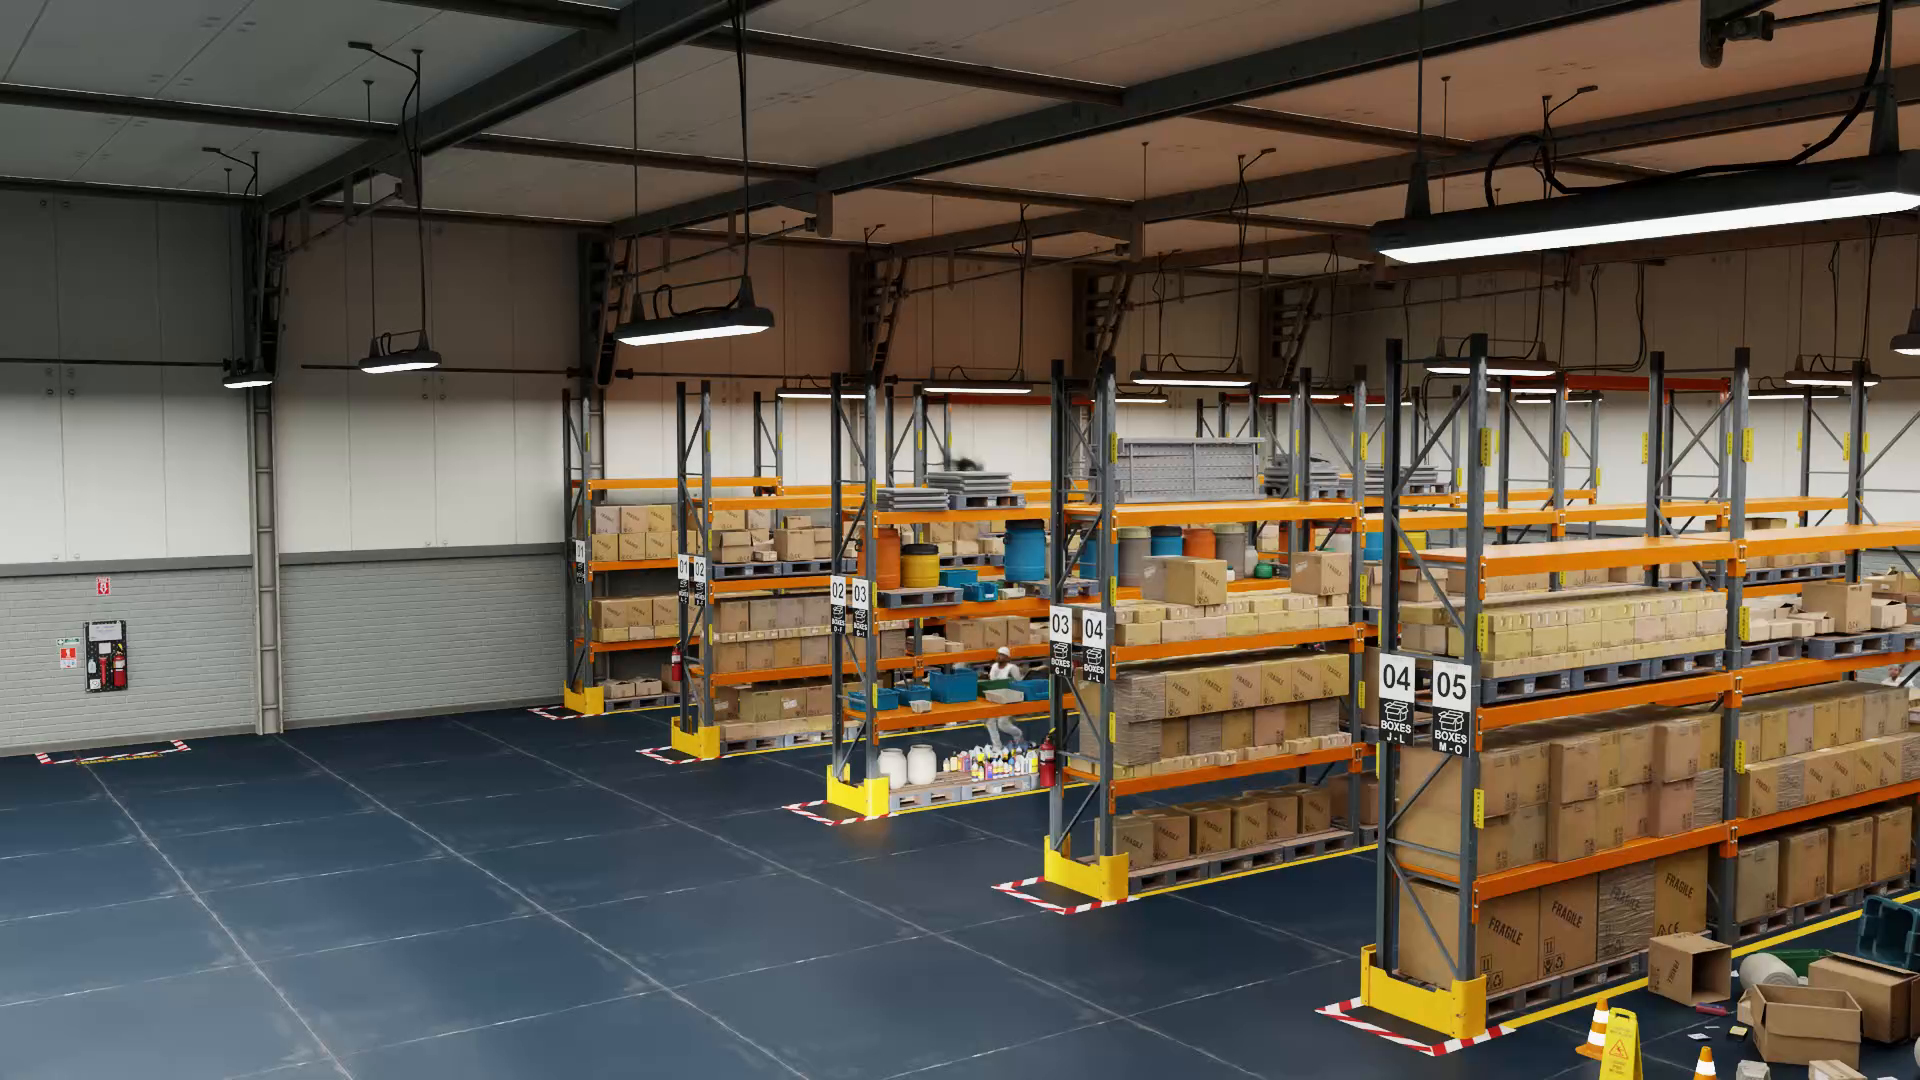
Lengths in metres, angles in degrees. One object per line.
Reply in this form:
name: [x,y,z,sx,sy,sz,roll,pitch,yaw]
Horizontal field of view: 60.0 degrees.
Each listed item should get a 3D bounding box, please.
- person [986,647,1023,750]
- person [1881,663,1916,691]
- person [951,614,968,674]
person: [0.689,2.576,26.708,0.685,1.735,0.667,3,5,43]
person: [14.535,2.689,25.798,0.682,1.676,0.635,-3,5,-42]
person: [0.053,2.232,31.923,0.899,1.783,0.656,-3,5,-40]
